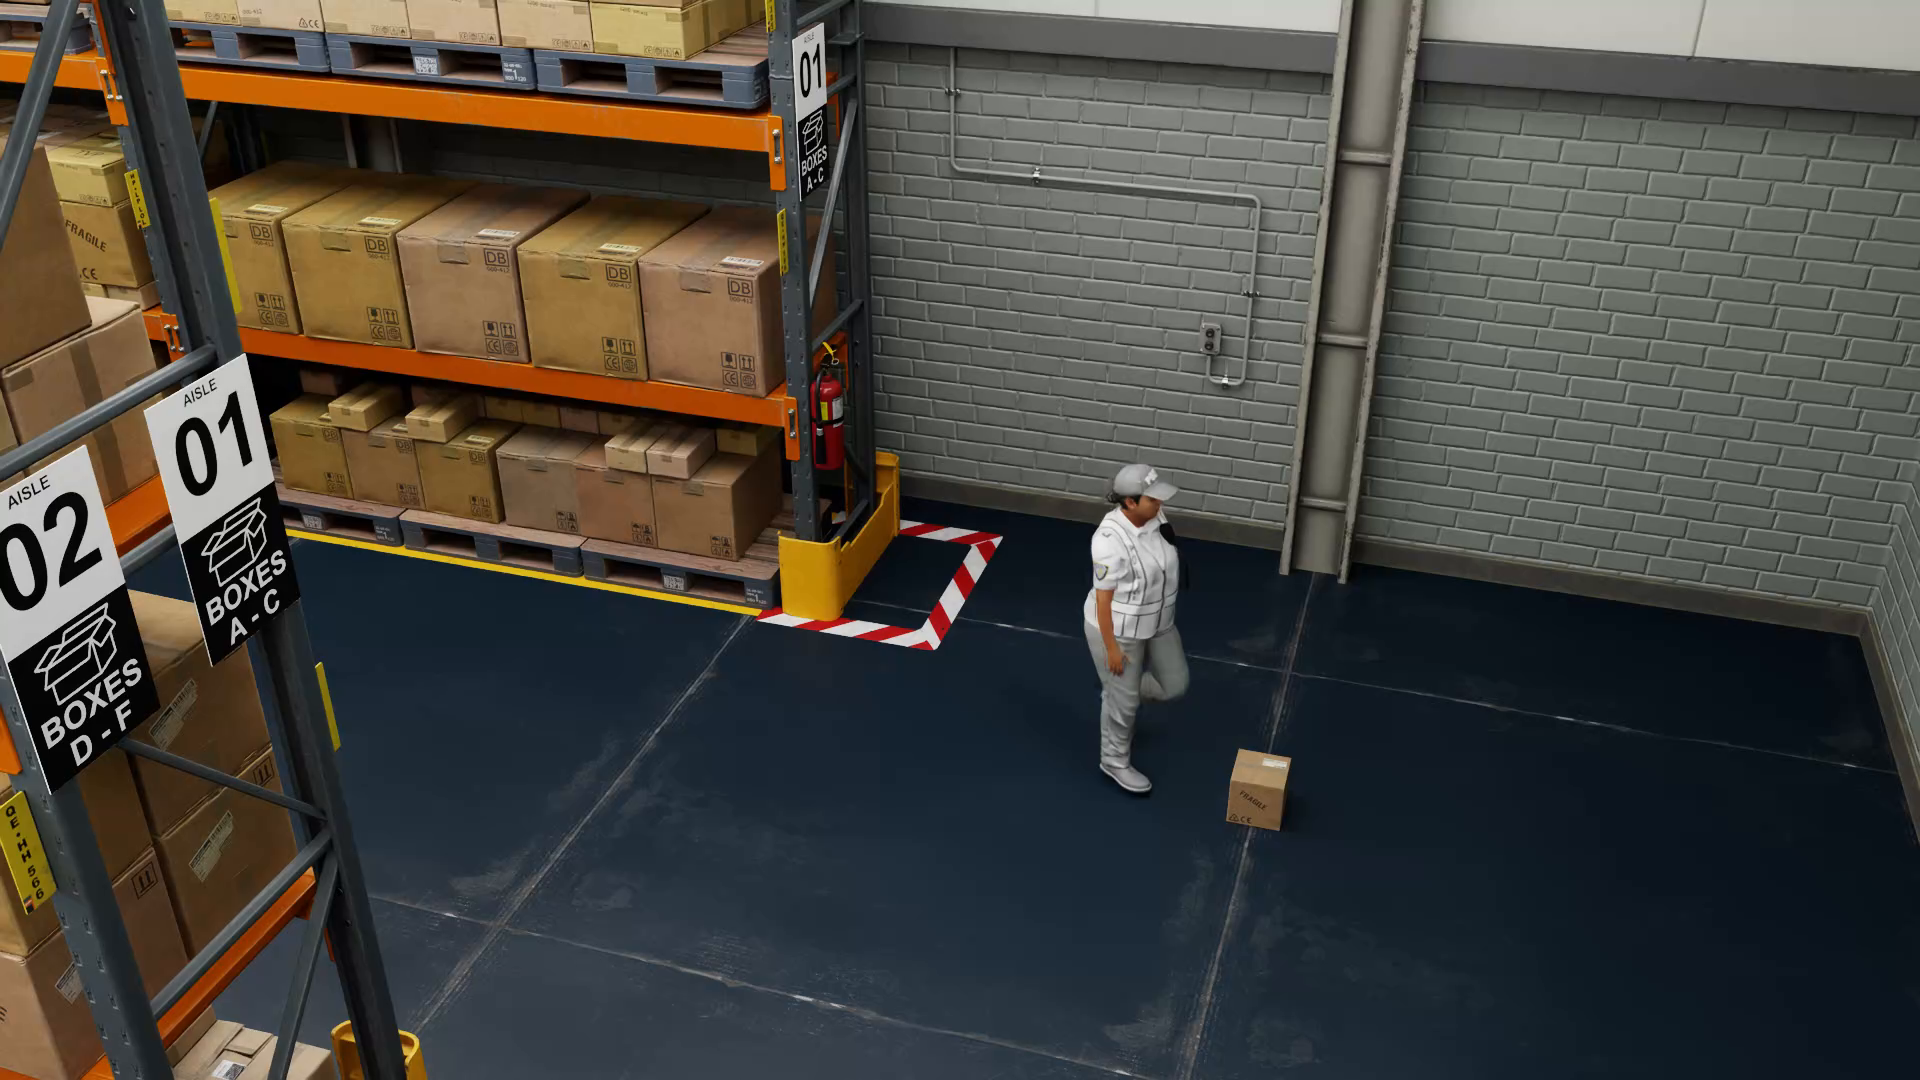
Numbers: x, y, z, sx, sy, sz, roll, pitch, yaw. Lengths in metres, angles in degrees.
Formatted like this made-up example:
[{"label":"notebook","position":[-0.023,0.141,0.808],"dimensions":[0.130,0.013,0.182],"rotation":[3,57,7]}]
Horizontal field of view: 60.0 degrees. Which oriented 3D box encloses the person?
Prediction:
[{"label":"person","position":[0.798,0.388,7.777],"dimensions":[0.490,1.653,0.476],"rotation":[-24,37,-36]}]
